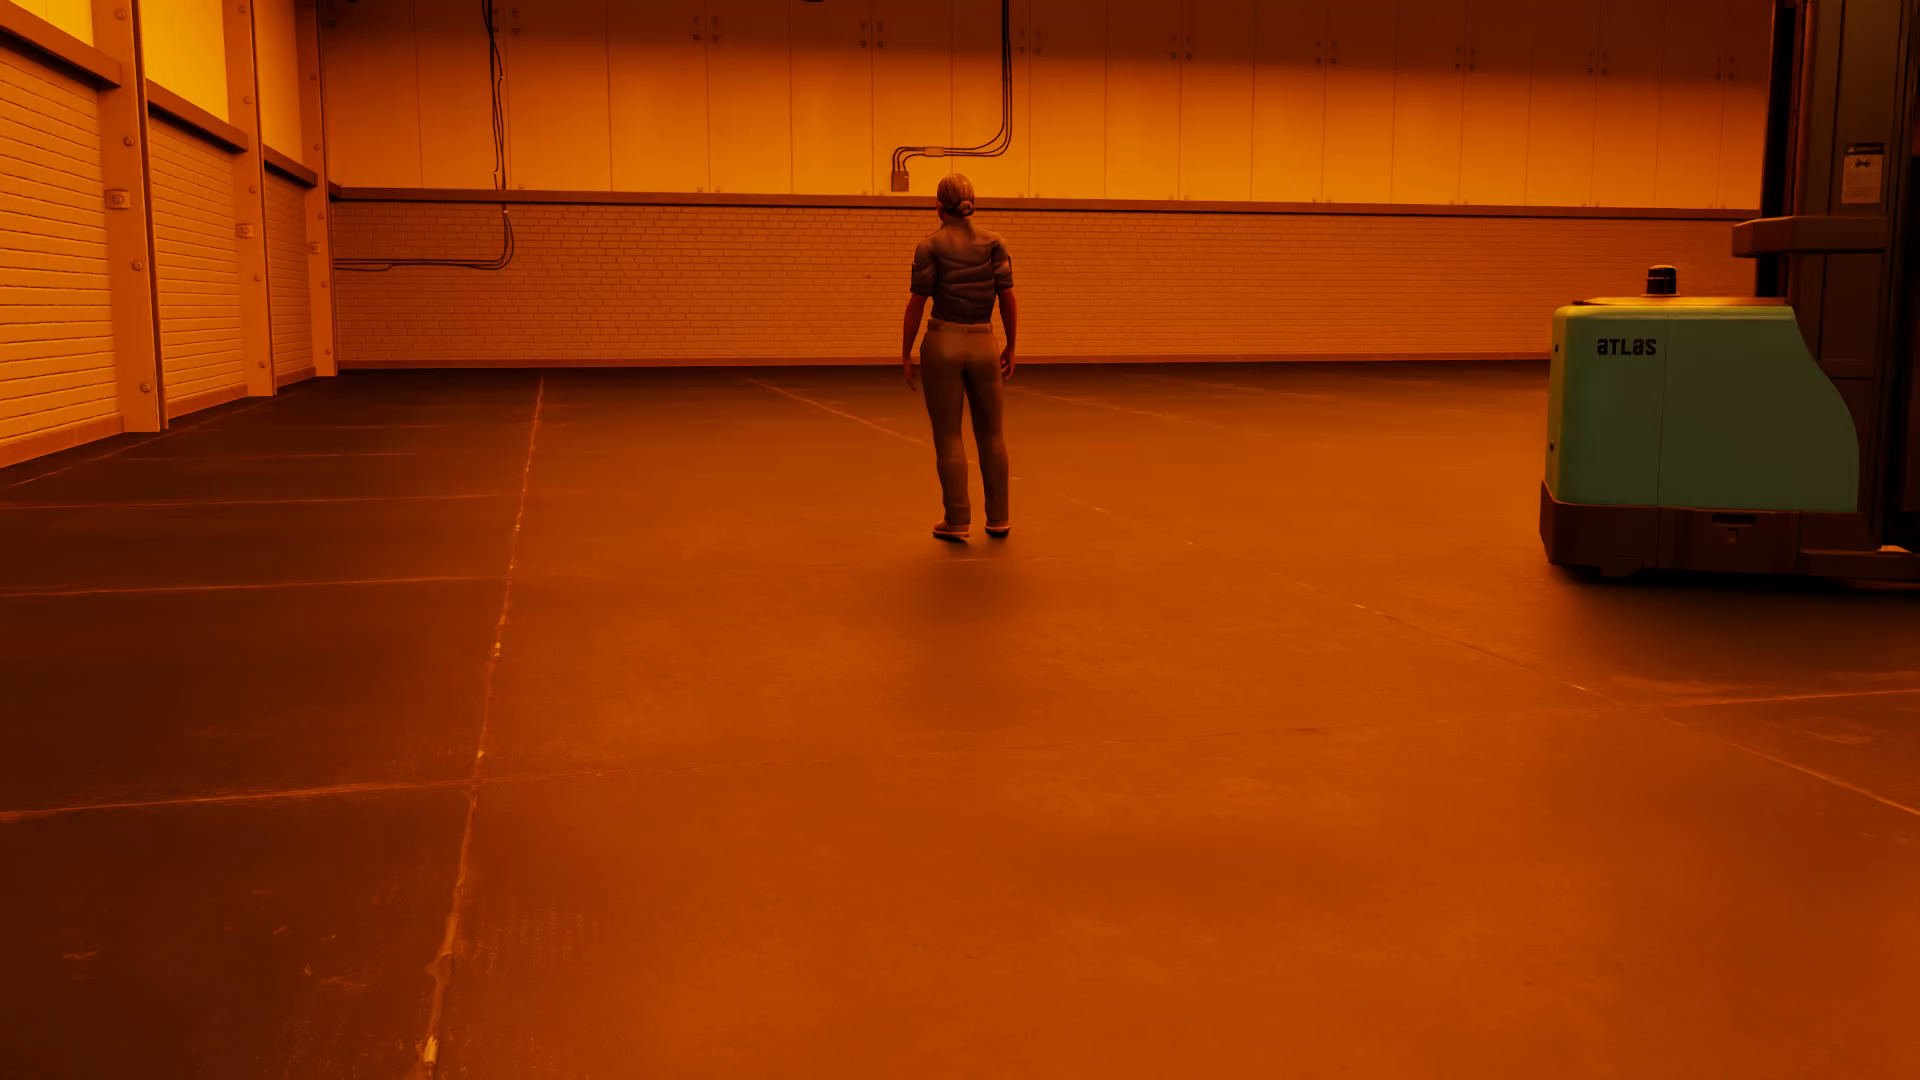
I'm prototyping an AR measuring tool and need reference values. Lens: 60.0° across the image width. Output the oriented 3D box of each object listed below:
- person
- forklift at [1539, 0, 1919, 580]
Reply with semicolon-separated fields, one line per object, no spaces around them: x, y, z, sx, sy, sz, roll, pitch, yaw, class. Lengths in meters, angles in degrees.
-0.001;-0.839;7.681;0.569;1.656;0.503;-2;8;-13;person
3.917;-1.296;6.393;3.031;2.935;1.130;2;8;16;forklift
